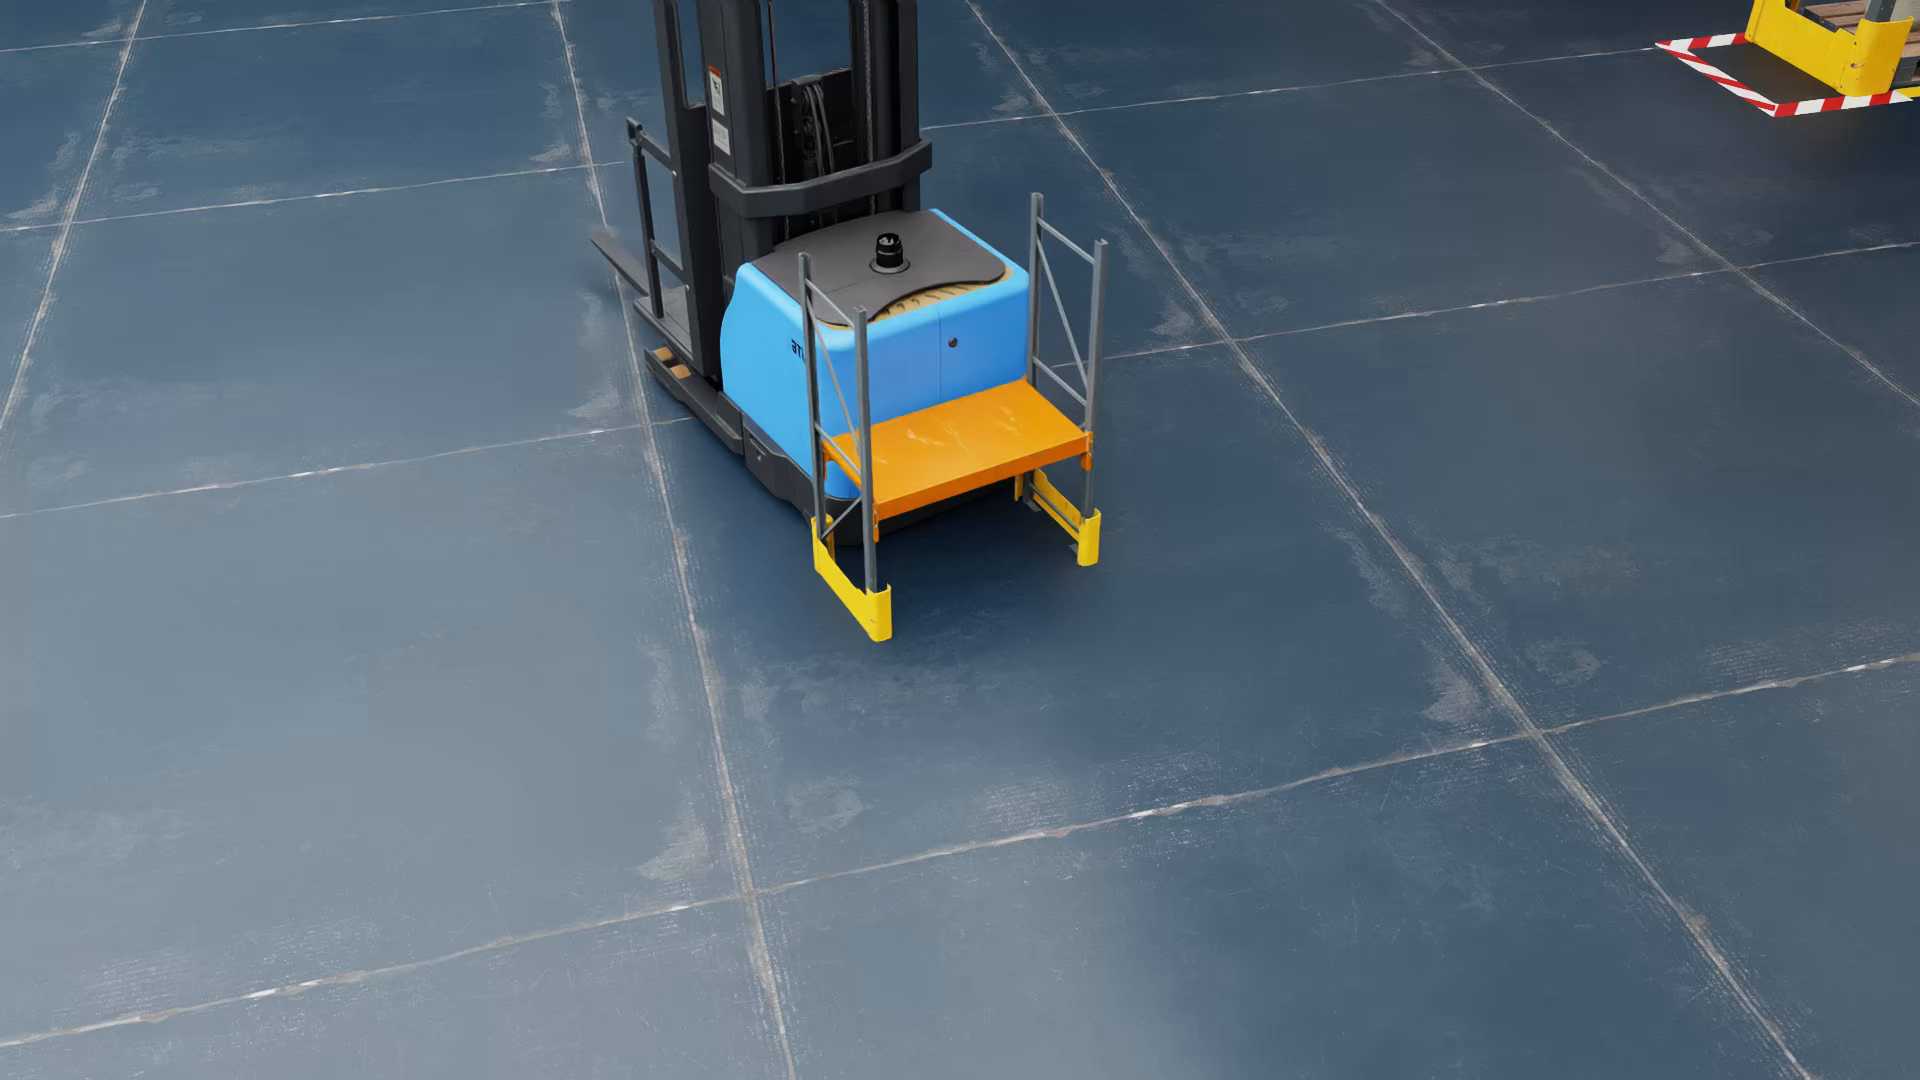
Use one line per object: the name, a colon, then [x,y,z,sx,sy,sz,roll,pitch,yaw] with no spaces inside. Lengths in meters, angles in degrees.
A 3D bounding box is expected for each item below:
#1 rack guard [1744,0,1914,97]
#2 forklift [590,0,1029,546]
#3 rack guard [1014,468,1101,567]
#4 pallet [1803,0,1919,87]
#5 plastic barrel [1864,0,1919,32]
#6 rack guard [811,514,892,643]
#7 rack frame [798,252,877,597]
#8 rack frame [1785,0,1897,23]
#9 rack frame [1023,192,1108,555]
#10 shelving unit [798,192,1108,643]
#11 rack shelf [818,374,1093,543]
rack guard: [5.954,-3.523,11.445,0.348,0.500,1.175,-9,38,-12]
forklift: [-0.907,-2.000,7.452,1.130,2.935,3.031,-22,42,-26]
rack guard: [0.418,-0.147,7.237,0.087,0.250,0.587,-19,41,-23]
pallet: [6.740,-3.534,11.697,1.213,0.211,1.003,-9,38,-12]
plastic barrel: [6.508,-3.804,11.457,0.421,0.512,0.421,0,37,0]
rack guard: [-0.448,0.152,6.845,0.087,0.250,0.587,-19,41,-23]
rack frame: [-0.465,-0.338,6.458,0.032,1.500,0.500,-19,41,-23]
rack frame: [5.893,-4.477,10.633,0.127,3.000,1.000,-9,38,-12]
rack frame: [0.419,-0.644,6.858,0.032,1.500,0.500,-19,41,-23]
shelving unit: [-0.015,-0.494,6.661,1.083,1.500,0.587,-19,41,-23]
rack shelf: [-0.023,-0.348,6.767,1.000,0.185,0.538,-19,41,-23]
